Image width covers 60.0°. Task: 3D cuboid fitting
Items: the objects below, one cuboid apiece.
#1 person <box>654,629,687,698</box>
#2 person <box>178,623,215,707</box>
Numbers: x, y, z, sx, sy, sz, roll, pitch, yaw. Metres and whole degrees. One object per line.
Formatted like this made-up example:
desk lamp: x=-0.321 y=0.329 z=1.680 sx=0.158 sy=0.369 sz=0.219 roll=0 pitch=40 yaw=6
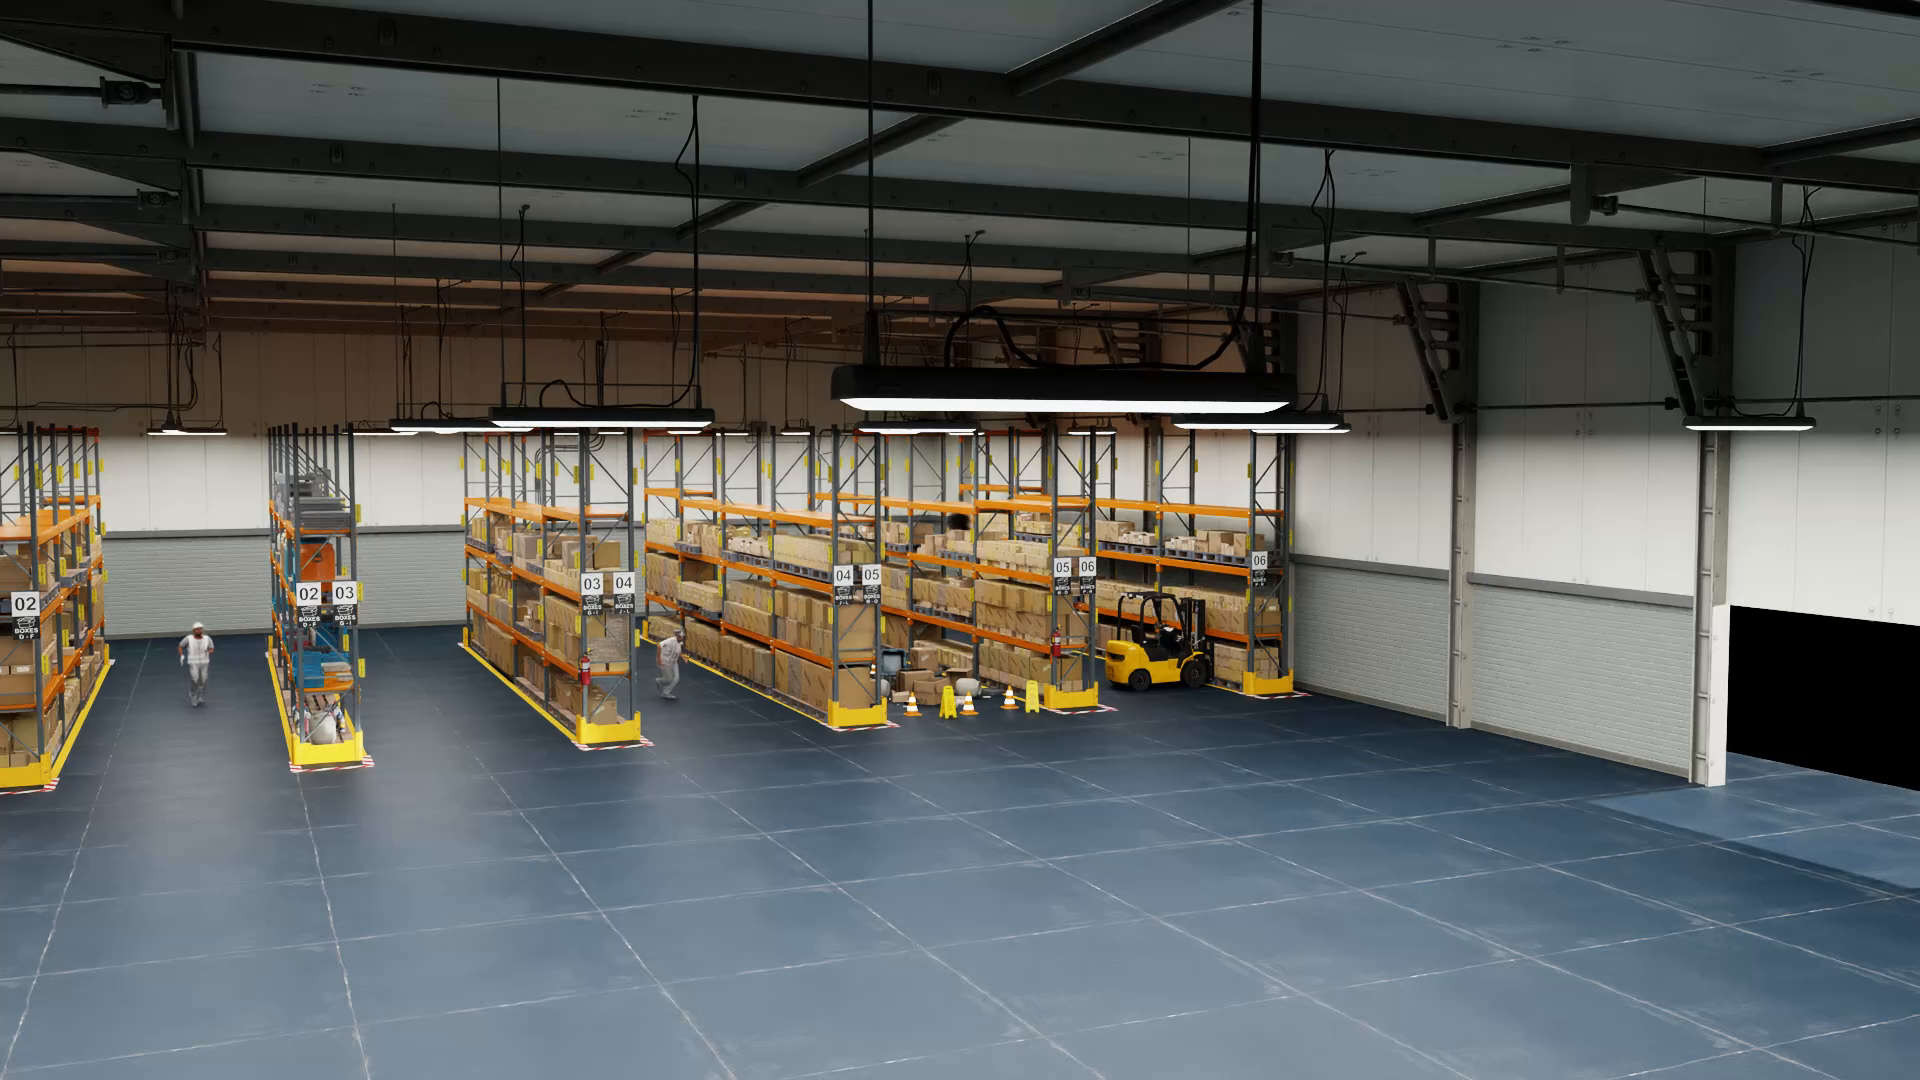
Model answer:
person: x=-6.411 y=2.718 z=36.578 sx=0.892 sy=1.560 sz=0.686 roll=3 pitch=4 yaw=37
person: x=-16.273 y=2.663 z=35.523 sx=0.675 sy=1.793 sz=0.694 roll=-3 pitch=4 yaw=-37
